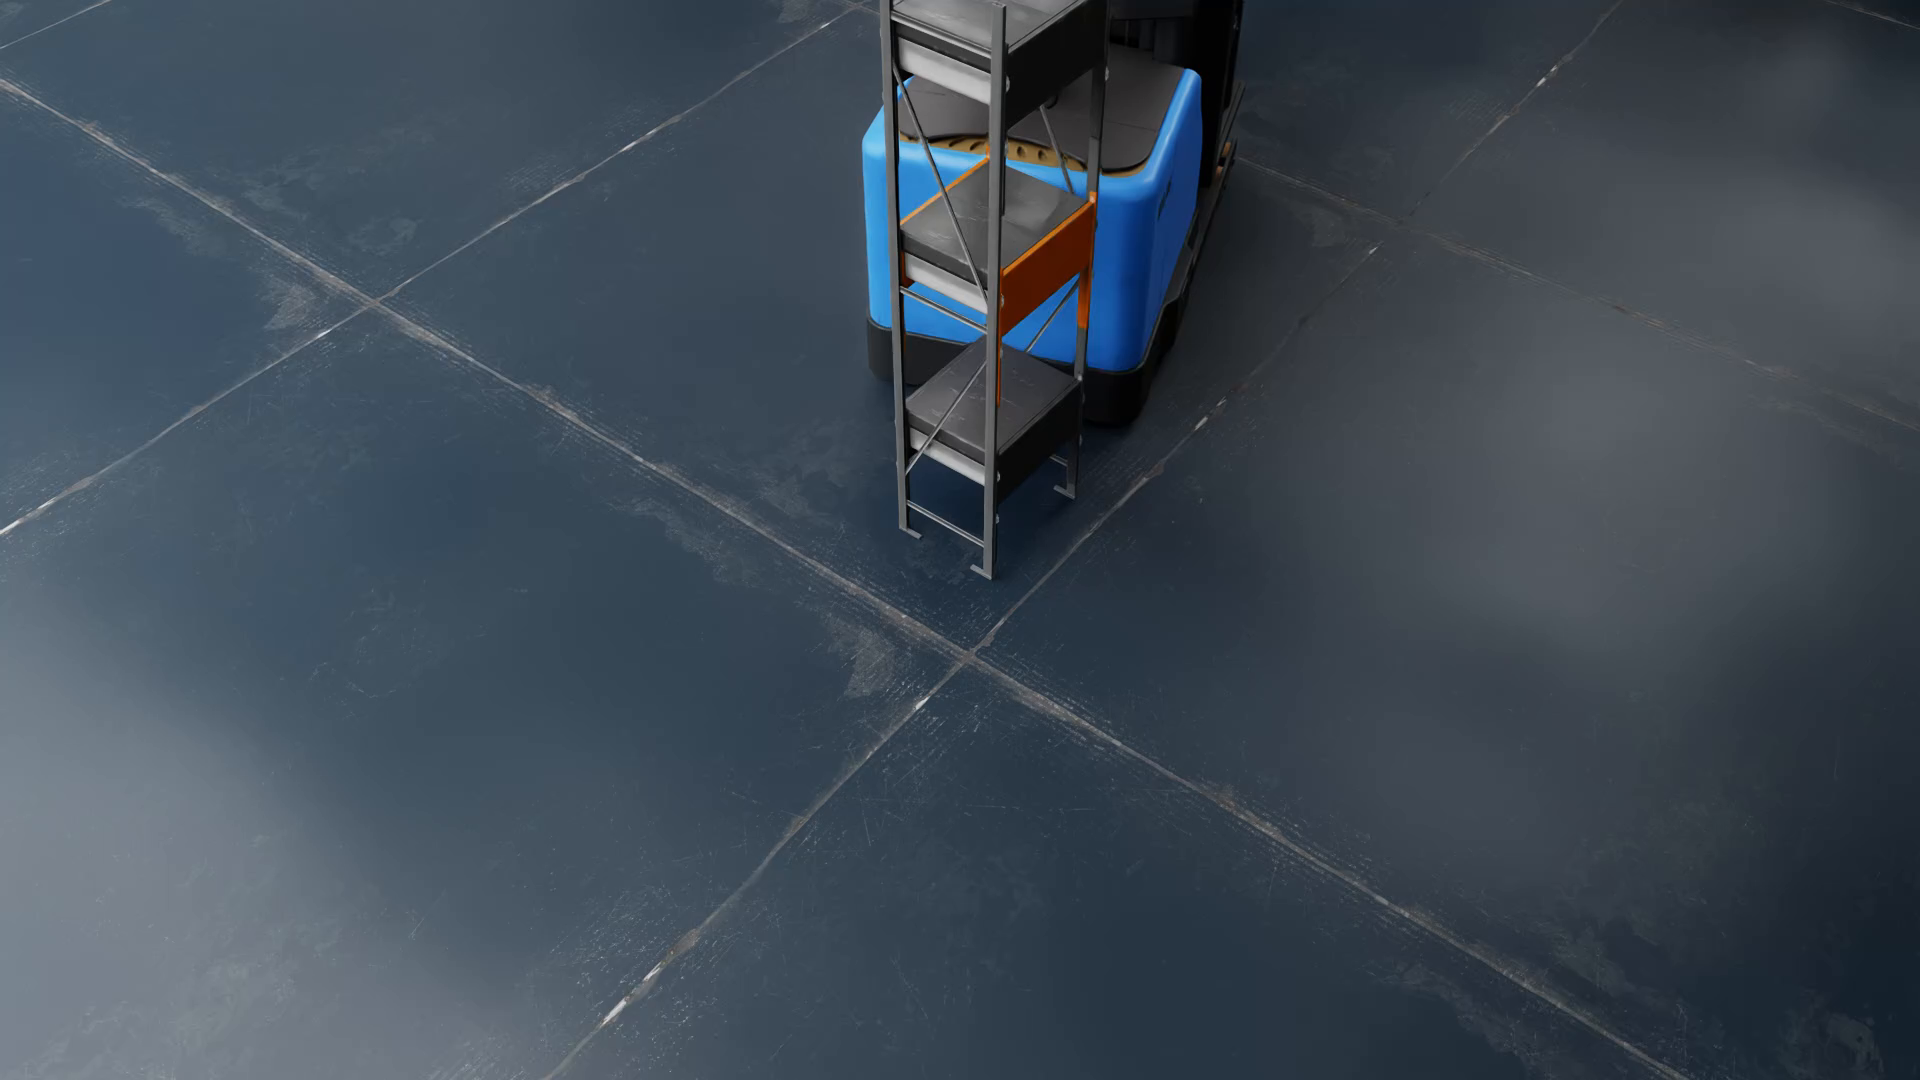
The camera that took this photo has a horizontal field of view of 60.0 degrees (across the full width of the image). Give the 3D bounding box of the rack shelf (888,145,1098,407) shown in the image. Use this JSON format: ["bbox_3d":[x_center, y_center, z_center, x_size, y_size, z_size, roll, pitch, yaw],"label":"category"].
[{"bbox_3d":[0.101,-0.811,5.091,0.431,0.518,0.480,29,53,25],"label":"rack shelf"}]

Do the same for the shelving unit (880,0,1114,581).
[{"bbox_3d":[0.101,-0.820,5.081,0.431,2.100,0.503,29,53,25],"label":"shelving unit"}]

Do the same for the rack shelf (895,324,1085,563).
[{"bbox_3d":[0.101,-0.327,5.597,0.431,0.518,0.480,29,53,25],"label":"rack shelf"}]

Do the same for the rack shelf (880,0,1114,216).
[{"bbox_3d":[0.101,-1.294,4.585,0.431,0.518,0.480,29,53,25],"label":"rack shelf"}]

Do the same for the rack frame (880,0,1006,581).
[{"bbox_3d":[-0.048,-0.680,4.948,0.400,2.100,0.015,29,53,25],"label":"rack frame"}]

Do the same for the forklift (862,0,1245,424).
[{"bbox_3d":[0.571,-2.522,6.132,1.130,2.935,3.031,12,48,12],"label":"forklift"}]

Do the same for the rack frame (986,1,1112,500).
[{"bbox_3d":[0.250,-0.960,5.215,0.400,2.100,0.015,29,53,25],"label":"rack frame"}]
